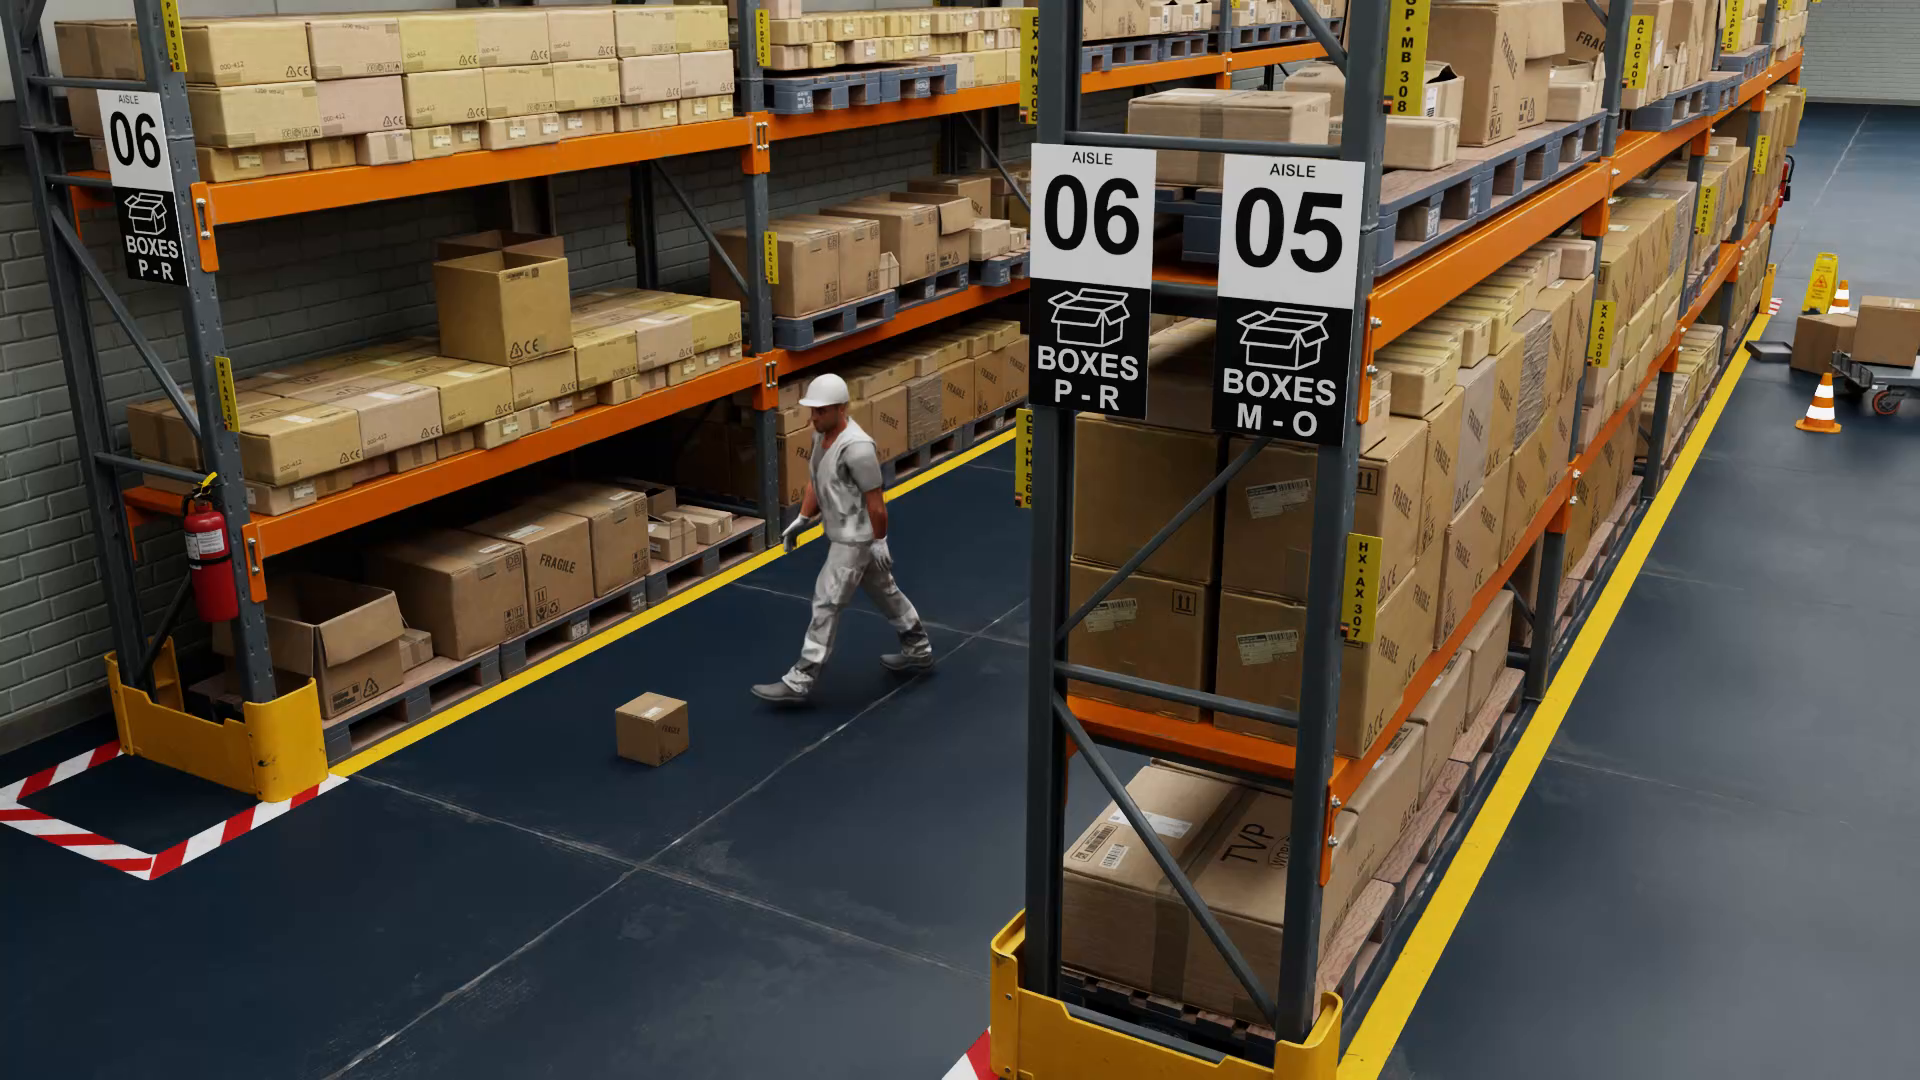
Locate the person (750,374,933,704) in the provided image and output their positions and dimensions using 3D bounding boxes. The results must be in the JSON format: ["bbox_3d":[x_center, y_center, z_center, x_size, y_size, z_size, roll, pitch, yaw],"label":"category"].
[{"bbox_3d":[-0.627,-0.028,8.630,1.045,1.725,0.526,-6,20,-17],"label":"person"}]
